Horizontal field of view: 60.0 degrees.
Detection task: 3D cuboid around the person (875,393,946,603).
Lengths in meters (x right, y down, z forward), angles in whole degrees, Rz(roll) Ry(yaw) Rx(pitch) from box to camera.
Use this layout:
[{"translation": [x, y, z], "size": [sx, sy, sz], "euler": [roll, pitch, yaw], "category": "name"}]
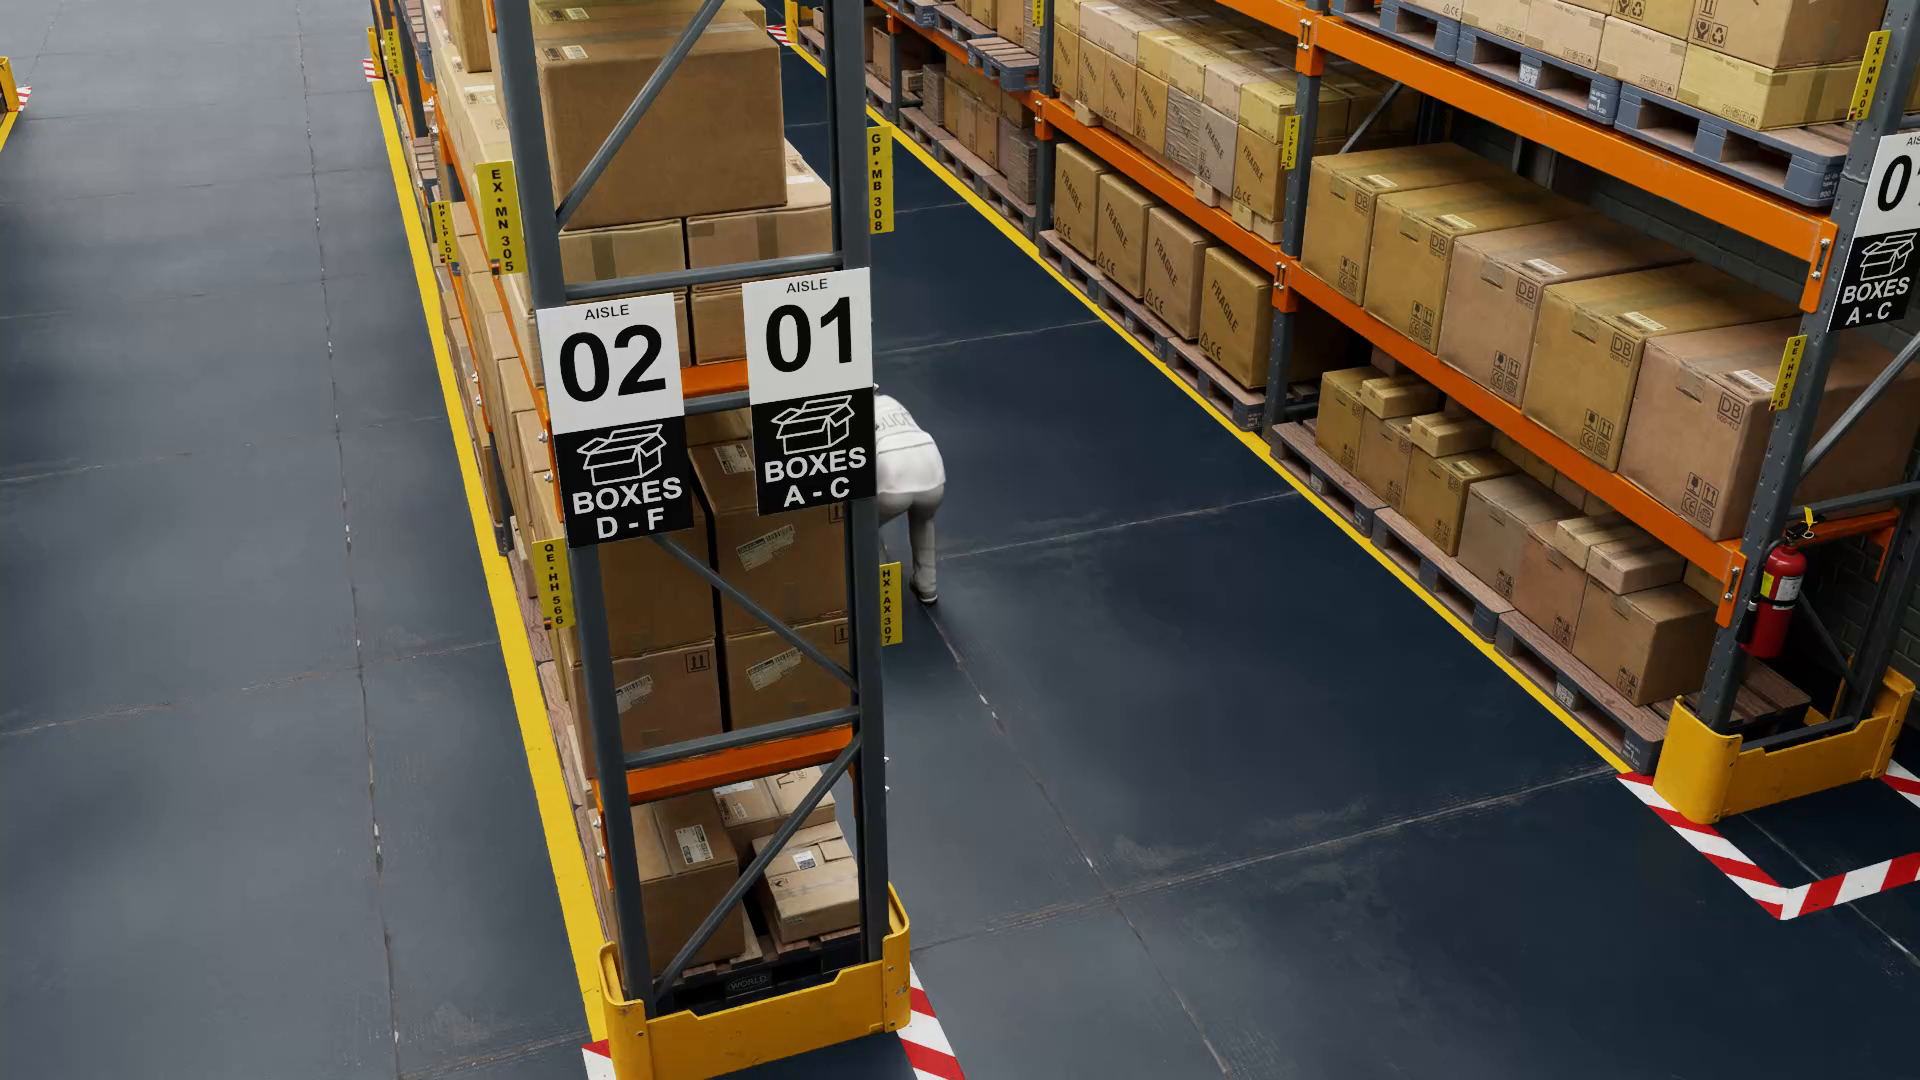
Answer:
[{"translation": [-0.401, -0.253, 9.291], "size": [0.475, 1.153, 0.921], "euler": [-12, 32, -20], "category": "person"}]
